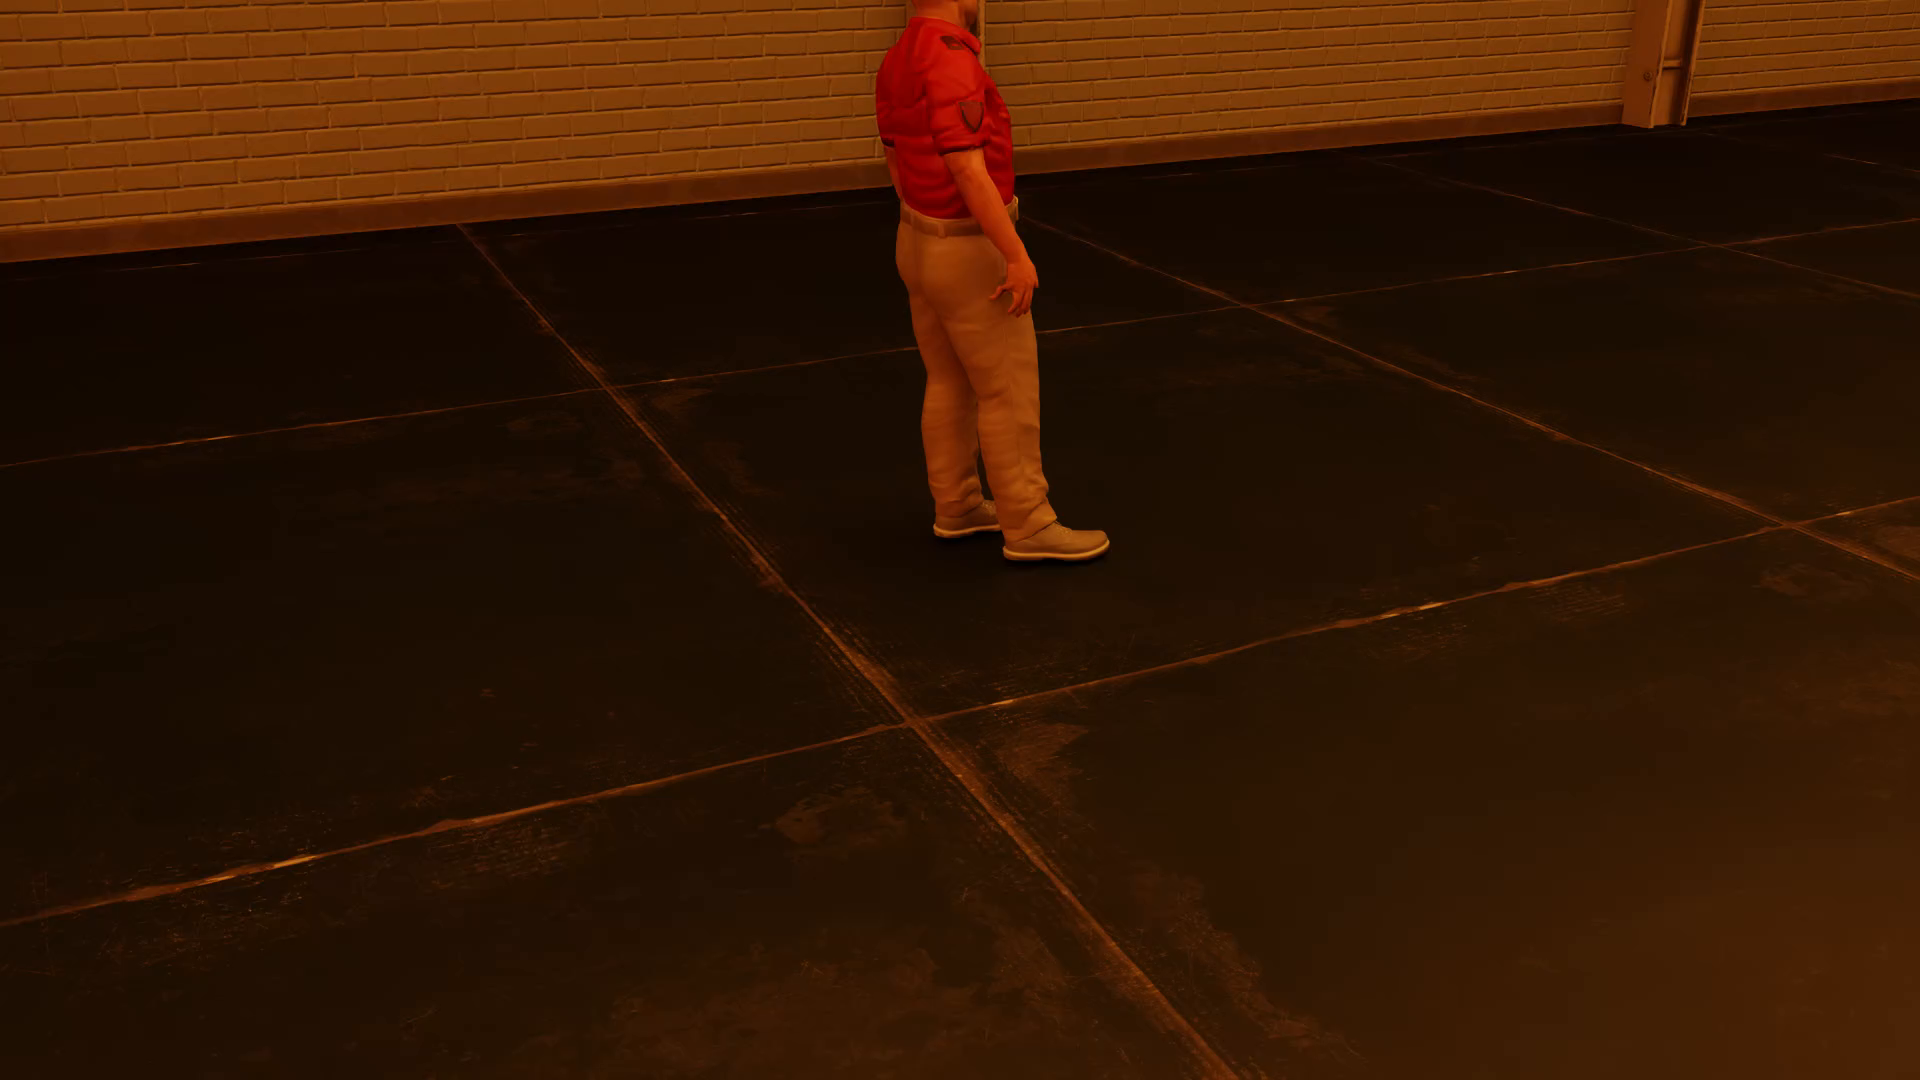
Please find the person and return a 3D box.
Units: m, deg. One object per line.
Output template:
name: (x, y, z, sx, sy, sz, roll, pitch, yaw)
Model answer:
person: (0.086, -0.817, 4.797, 0.550, 1.728, 0.641, -10, 25, -23)
